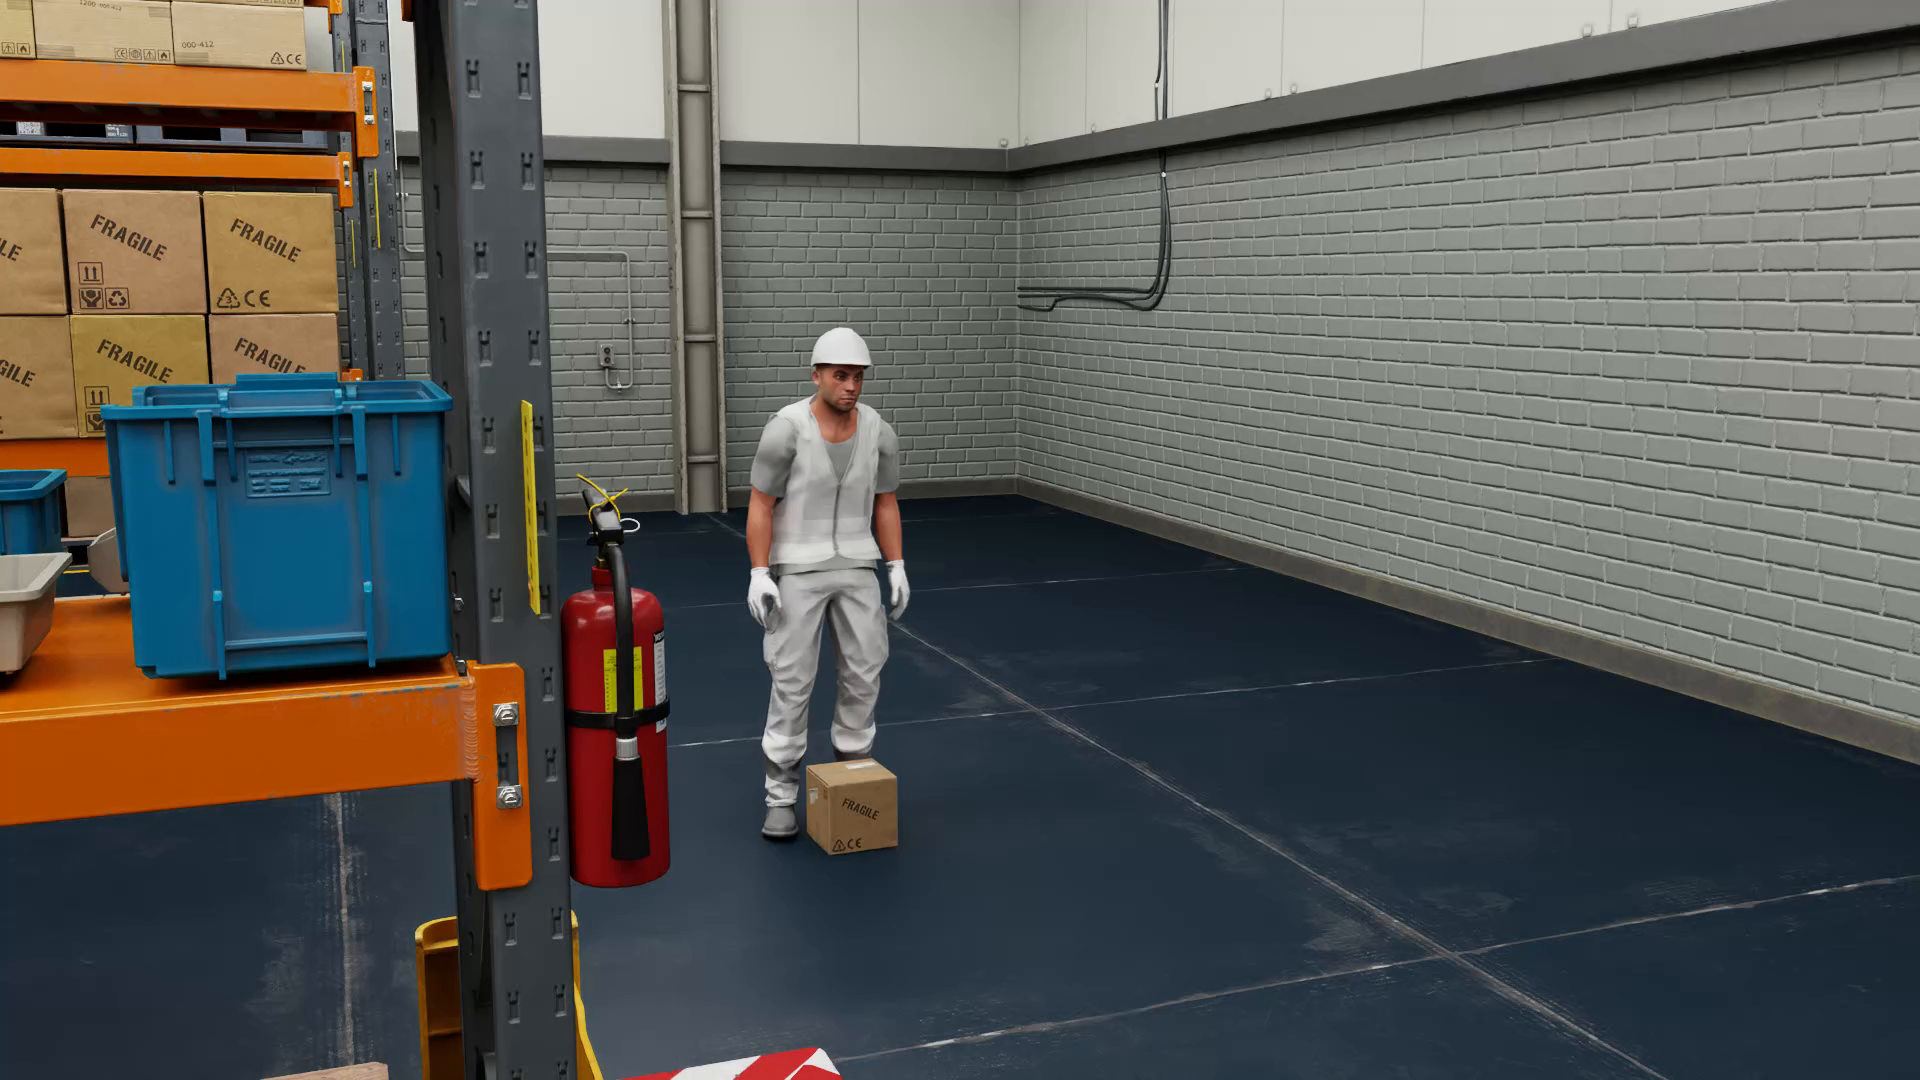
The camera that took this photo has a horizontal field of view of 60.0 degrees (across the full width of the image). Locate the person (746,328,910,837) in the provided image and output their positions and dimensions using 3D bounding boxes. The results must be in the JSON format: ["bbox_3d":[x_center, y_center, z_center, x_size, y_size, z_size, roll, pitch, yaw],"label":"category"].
[{"bbox_3d":[-0.462,0.141,5.894,0.614,1.778,0.452,-4,10,-24],"label":"person"}]
